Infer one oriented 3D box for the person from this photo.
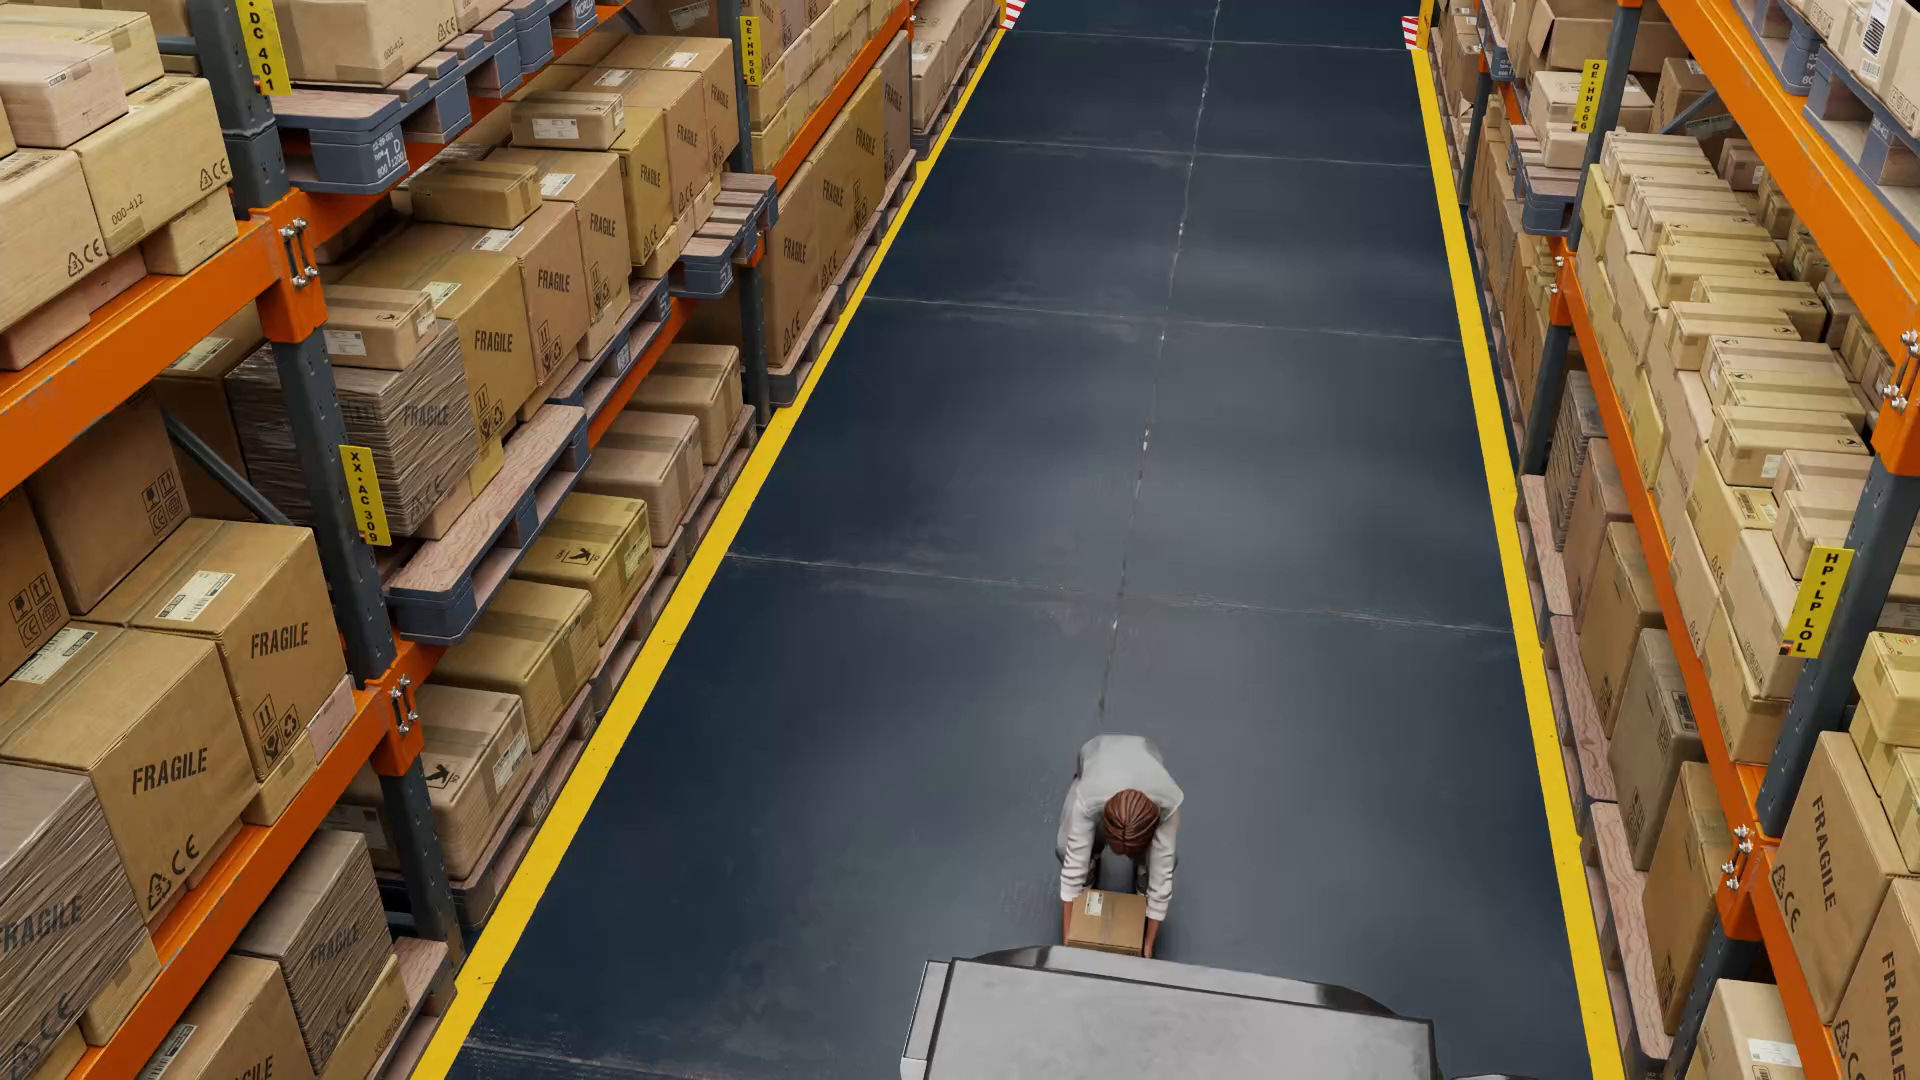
[{"bbox_3d":[0.566,1.006,5.887,0.435,0.765,0.810,5,33,8],"label":"person"}]
